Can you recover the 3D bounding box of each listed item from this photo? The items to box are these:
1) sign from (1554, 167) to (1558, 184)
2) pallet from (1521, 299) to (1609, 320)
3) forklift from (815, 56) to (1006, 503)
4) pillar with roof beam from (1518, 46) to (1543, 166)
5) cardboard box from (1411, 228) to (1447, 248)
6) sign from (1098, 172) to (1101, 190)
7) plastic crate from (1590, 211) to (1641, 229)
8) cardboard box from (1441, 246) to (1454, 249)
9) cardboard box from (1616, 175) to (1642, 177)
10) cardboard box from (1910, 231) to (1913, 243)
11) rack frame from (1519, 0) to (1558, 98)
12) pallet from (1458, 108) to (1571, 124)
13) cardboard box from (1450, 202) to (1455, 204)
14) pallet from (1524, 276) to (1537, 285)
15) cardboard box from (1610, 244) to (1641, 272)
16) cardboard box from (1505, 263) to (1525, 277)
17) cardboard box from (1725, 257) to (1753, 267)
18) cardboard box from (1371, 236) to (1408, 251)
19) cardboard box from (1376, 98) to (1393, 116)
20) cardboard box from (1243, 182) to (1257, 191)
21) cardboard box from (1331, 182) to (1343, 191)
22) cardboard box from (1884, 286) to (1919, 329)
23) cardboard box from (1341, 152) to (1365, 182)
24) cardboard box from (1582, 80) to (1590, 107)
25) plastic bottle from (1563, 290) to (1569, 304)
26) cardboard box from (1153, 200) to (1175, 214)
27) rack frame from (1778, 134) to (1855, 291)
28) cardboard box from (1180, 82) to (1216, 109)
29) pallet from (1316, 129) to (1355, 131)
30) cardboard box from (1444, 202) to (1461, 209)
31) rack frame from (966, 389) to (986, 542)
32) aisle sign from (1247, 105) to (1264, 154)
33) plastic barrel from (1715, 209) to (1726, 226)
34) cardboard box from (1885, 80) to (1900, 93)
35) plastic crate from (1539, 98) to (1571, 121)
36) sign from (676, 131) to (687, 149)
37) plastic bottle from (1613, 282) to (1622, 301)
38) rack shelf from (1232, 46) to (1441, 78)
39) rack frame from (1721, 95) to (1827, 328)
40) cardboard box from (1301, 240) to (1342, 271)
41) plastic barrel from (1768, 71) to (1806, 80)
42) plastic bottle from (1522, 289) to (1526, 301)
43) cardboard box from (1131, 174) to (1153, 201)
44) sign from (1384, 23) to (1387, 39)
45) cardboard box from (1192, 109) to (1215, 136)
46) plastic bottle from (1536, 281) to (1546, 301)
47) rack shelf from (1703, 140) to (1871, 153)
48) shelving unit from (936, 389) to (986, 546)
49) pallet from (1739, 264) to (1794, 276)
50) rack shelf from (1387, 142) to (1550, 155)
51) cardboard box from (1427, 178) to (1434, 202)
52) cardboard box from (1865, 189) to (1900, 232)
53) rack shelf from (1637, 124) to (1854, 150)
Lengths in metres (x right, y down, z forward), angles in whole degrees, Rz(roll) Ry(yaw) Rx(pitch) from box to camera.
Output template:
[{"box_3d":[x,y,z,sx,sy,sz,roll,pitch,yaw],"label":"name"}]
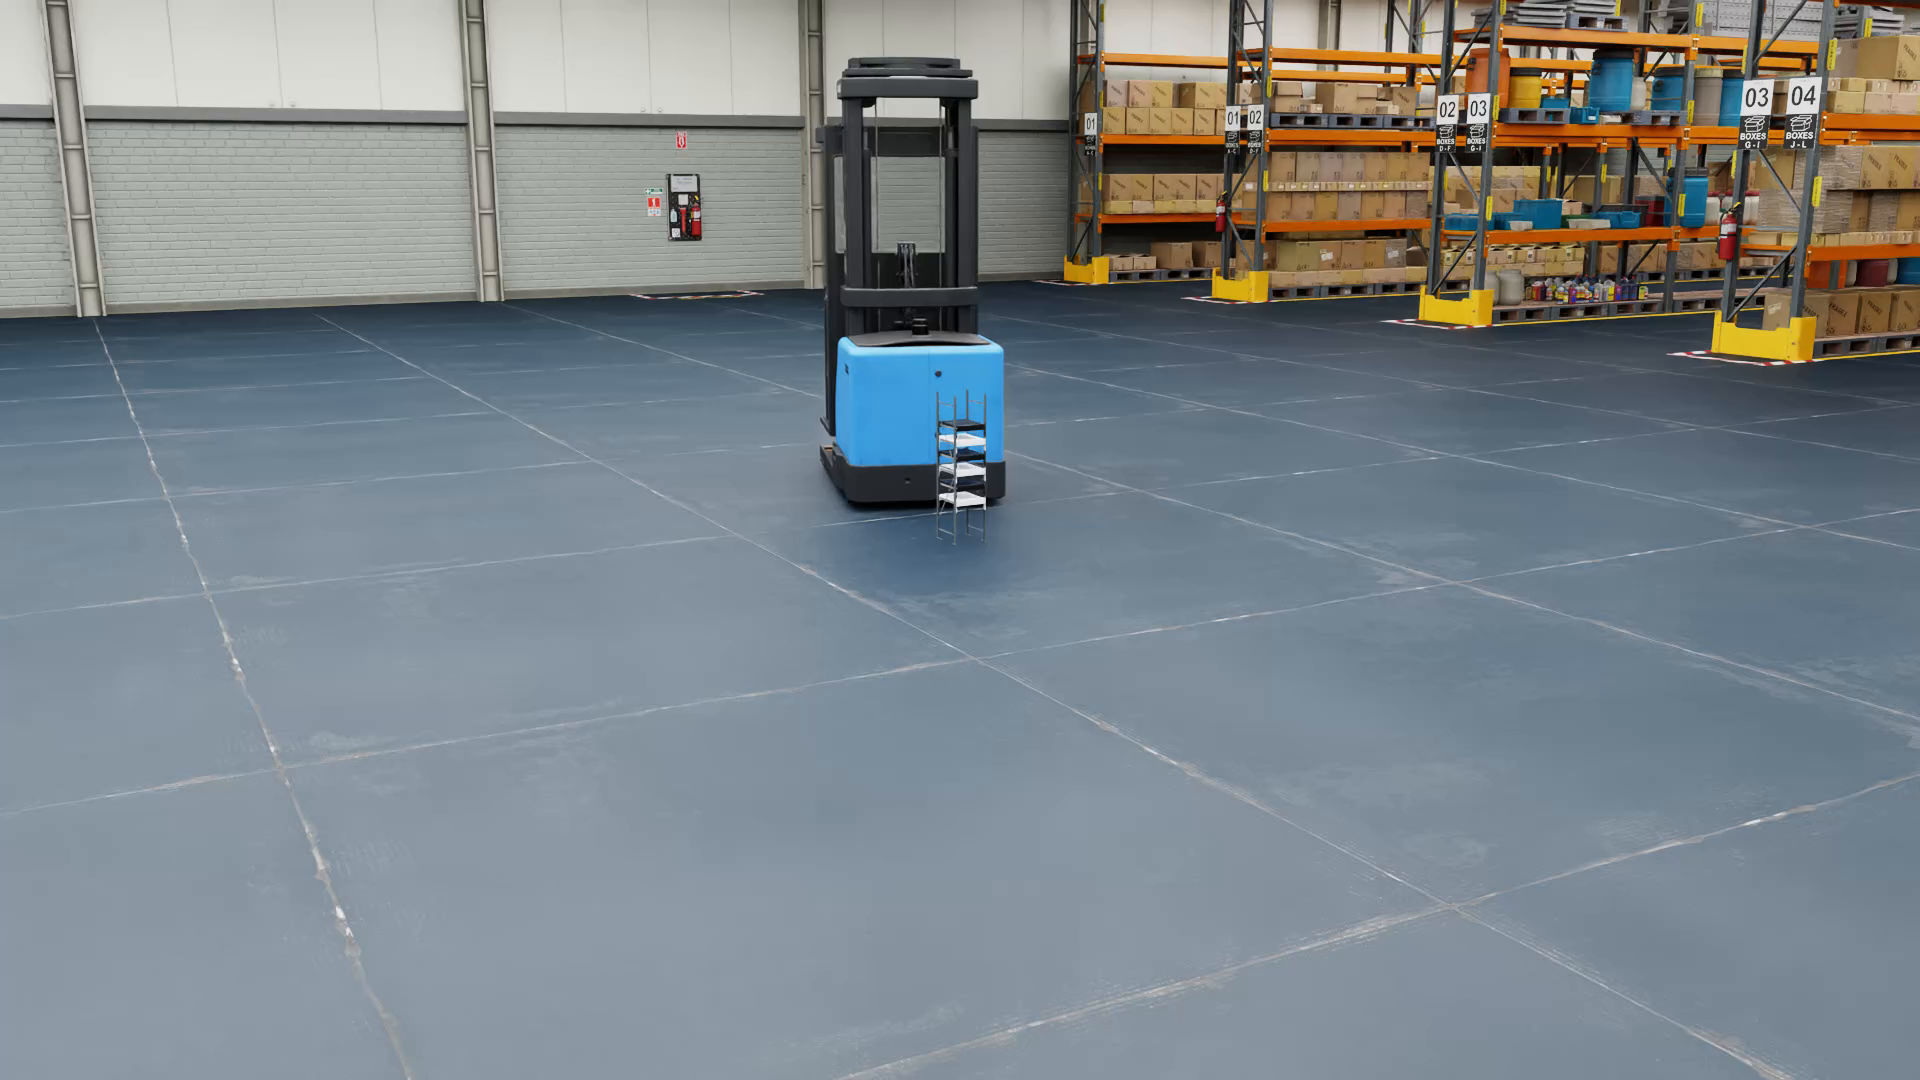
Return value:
[{"box_3d":[11.538,-7.046,32.127,0.005,0.325,0.100,-7,14,-28],"label":"sign"},{"box_3d":[8.984,-3.488,25.126,1.213,0.211,1.003,-7,14,-28],"label":"pallet"},{"box_3d":[-0.454,-1.949,12.092,1.130,2.935,3.031,-2,13,-10],"label":"forklift"},{"box_3d":[15.203,-10.128,34.618,0.400,9.000,9.100,-7,14,-28],"label":"pillar with roof beam"},{"box_3d":[10.138,-6.578,36.447,0.750,0.750,0.750,-7,14,-29],"label":"cardboard box"},{"box_3d":[2.668,-6.846,31.727,0.005,0.325,0.100,-7,14,-28],"label":"sign"},{"box_3d":[9.824,-4.799,24.939,0.616,0.251,0.499,-7,14,-28],"label":"plastic crate"},{"box_3d":[8.967,-5.286,30.793,0.500,0.311,0.500,-6,14,-26],"label":"cardboard box"},{"box_3d":[15.375,-8.224,39.136,0.700,0.700,0.980,-7,14,-28],"label":"cardboard box"},{"box_3d":[11.411,-3.717,20.367,0.250,0.149,0.380,-7,14,-28],"label":"cardboard box"},{"box_3d":[12.940,-10.718,37.237,0.127,3.000,1.000,-7,14,-28],"label":"rack frame"},{"box_3d":[7.927,-6.059,23.797,1.213,0.211,1.003,-7,14,-28],"label":"pallet"},{"box_3d":[10.714,-7.363,36.521,0.250,0.149,0.380,-6,14,-27],"label":"cardboard box"},{"box_3d":[9.995,-4.849,31.174,1.213,0.211,1.003,-7,14,-28],"label":"pallet"},{"box_3d":[12.799,-5.460,32.229,0.500,0.500,0.500,-7,15,-30],"label":"cardboard box"},{"box_3d":[10.117,-5.015,30.867,0.500,0.250,0.500,-7,14,-27],"label":"cardboard box"},{"box_3d":[15.789,-5.742,33.913,0.500,0.311,0.500,-7,14,-28],"label":"cardboard box"},{"box_3d":[7.738,-5.236,30.141,0.500,0.500,0.500,-7,14,-28],"label":"cardboard box"},{"box_3d":[7.253,-7.629,29.273,0.500,0.311,0.500,-8,15,-31],"label":"cardboard box"},{"box_3d":[5.028,-6.016,28.306,0.250,0.149,0.380,-7,15,-29],"label":"cardboard box"},{"box_3d":[6.361,-6.075,28.567,0.250,0.149,0.380,-7,14,-29],"label":"cardboard box"},{"box_3d":[12.169,-2.975,21.232,0.500,0.500,0.500,-2,13,-10],"label":"cardboard box"},{"box_3d":[6.587,-6.470,28.846,0.500,0.500,0.700,-7,14,-28],"label":"cardboard box"},{"box_3d":[12.192,-8.460,31.534,0.500,0.500,0.500,-7,14,-28],"label":"cardboard box"},{"box_3d":[8.986,-3.610,24.691,0.097,0.201,0.097,0,13,0],"label":"plastic bottle"},{"box_3d":[3.887,-6.565,32.745,0.500,0.250,0.500,-7,15,-29],"label":"cardboard box"},{"box_3d":[14.176,-5.461,27.542,0.127,3.000,1.000,-7,14,-28],"label":"rack frame"},{"box_3d":[4.679,-8.737,32.719,0.500,0.500,0.500,-7,15,-30],"label":"cardboard box"},{"box_3d":[7.420,-8.475,34.532,1.003,0.211,1.213,-7,14,-28],"label":"pallet"},{"box_3d":[8.979,-6.057,30.499,0.258,0.266,0.396,-7,15,-29],"label":"cardboard box"},{"box_3d":[0.096,-0.451,10.062,0.006,0.900,0.240,-7,14,-28],"label":"rack frame"},{"box_3d":[4.873,-6.777,27.468,0.004,0.787,0.394,-7,14,-28],"label":"aisle sign"},{"box_3d":[11.901,-5.082,26.175,0.301,0.262,0.301,0,13,0],"label":"plastic barrel"},{"box_3d":[10.805,-5.332,19.574,0.250,0.149,0.380,-7,14,-28],"label":"cardboard box"},{"box_3d":[8.684,-6.333,24.624,0.575,0.384,0.392,-7,14,-28],"label":"plastic crate"},{"box_3d":[-4.901,-7.034,29.254,0.199,0.298,0.001,-7,14,-28],"label":"sign"},{"box_3d":[9.947,-3.761,25.173,0.133,0.283,0.061,-6,14,-24],"label":"plastic bottle"},{"box_3d":[6.540,-8.165,28.445,4.000,0.370,1.077,-7,14,-28],"label":"rack shelf"},{"box_3d":[9.528,-3.665,19.561,0.127,3.000,1.000,-7,14,-28],"label":"rack frame"},{"box_3d":[6.232,-4.925,28.760,0.500,0.500,0.500,-7,14,-28],"label":"cardboard box"},{"box_3d":[13.351,-7.124,26.960,0.600,0.901,0.600,0,13,0],"label":"plastic barrel"},{"box_3d":[8.556,-3.746,25.295,0.097,0.201,0.097,0,13,0],"label":"plastic bottle"},{"box_3d":[3.409,-6.873,32.406,0.500,0.500,0.500,-7,14,-28],"label":"cardboard box"},{"box_3d":[9.160,-10.936,35.721,0.005,0.325,0.100,-7,14,-28],"label":"sign"},{"box_3d":[4.675,-8.254,32.849,0.500,0.500,0.500,-7,15,-30],"label":"cardboard box"},{"box_3d":[8.842,-3.787,25.290,0.133,0.283,0.061,-7,14,-28],"label":"plastic bottle"},{"box_3d":[17.072,-8.159,34.340,4.000,0.370,1.077,-7,14,-28],"label":"rack shelf"},{"box_3d":[0.007,-0.440,10.014,0.210,0.900,0.258,-7,14,-28],"label":"shelving unit"},{"box_3d":[16.992,-5.677,34.856,1.213,0.211,1.003,-7,14,-28],"label":"pallet"},{"box_3d":[11.185,-8.693,36.710,4.000,0.370,1.077,-7,14,-28],"label":"rack shelf"},{"box_3d":[9.978,-7.575,35.988,0.500,0.500,0.500,-6,14,-26],"label":"cardboard box"},{"box_3d":[10.864,-4.031,20.284,0.500,0.500,0.875,-7,14,-28],"label":"cardboard box"},{"box_3d":[12.421,-6.363,26.357,4.000,0.370,1.077,-7,14,-28],"label":"rack shelf"}]
